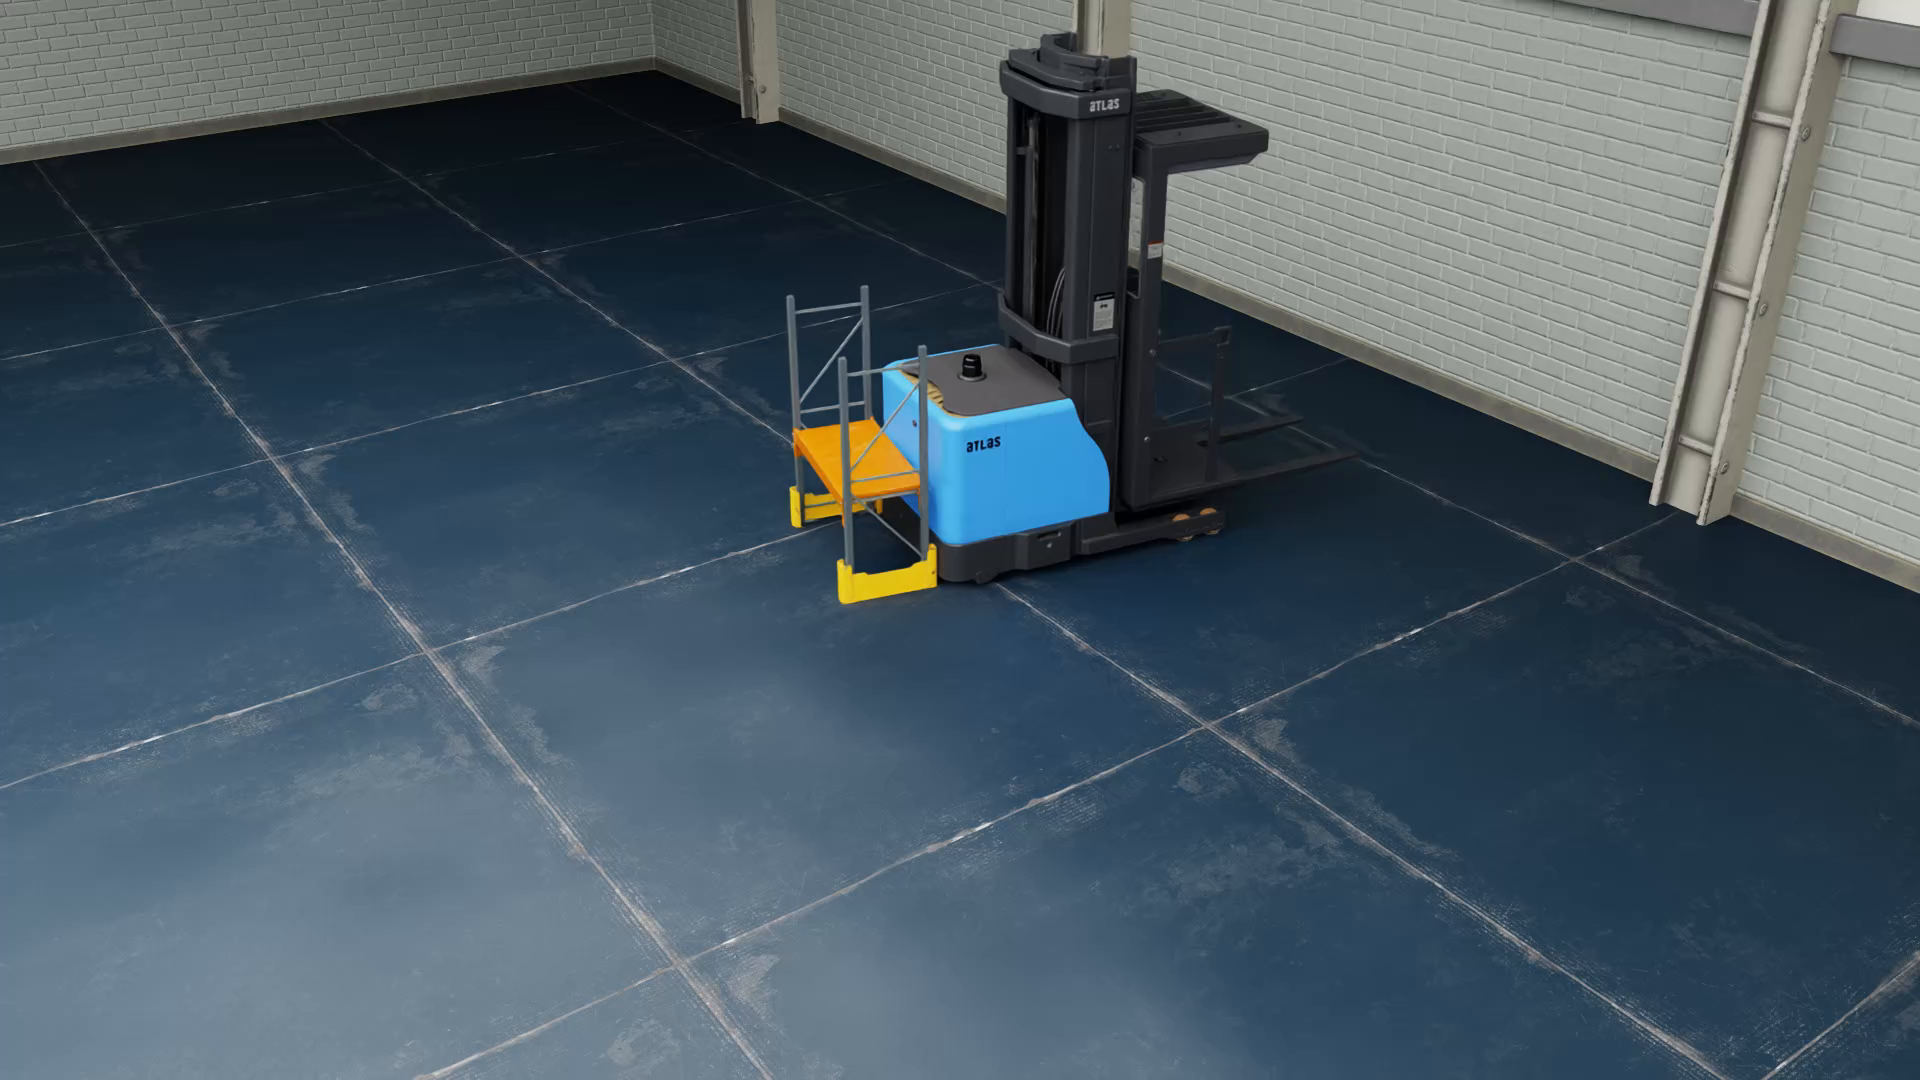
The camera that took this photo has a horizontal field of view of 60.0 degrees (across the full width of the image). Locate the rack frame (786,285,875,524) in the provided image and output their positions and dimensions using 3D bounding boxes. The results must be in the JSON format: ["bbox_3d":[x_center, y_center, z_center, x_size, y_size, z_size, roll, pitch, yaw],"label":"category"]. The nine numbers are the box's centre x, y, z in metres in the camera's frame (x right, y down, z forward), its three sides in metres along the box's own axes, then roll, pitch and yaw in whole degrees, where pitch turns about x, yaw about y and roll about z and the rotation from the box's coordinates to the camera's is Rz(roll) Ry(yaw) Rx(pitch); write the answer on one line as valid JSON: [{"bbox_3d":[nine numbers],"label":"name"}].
[{"bbox_3d":[-0.781,-0.807,10.164,0.500,1.500,0.032,-10,30,-18],"label":"rack frame"}]

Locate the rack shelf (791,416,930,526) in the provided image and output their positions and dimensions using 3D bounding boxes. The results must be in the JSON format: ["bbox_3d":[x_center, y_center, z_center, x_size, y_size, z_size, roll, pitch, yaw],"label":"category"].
[{"bbox_3d":[-0.599,-0.422,9.833,0.538,0.185,1.000,-10,30,-18],"label":"rack shelf"}]

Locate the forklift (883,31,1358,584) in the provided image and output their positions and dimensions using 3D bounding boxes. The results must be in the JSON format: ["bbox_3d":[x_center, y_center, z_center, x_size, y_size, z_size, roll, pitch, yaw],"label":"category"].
[{"bbox_3d":[1.082,-1.494,9.930,3.031,2.935,1.130,-13,31,-22],"label":"forklift"}]

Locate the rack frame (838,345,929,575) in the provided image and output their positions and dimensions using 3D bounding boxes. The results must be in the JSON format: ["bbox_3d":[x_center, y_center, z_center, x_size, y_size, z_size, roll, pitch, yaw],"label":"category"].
[{"bbox_3d":[-0.417,-0.354,9.330,0.500,1.500,0.032,-10,30,-18],"label":"rack frame"}]

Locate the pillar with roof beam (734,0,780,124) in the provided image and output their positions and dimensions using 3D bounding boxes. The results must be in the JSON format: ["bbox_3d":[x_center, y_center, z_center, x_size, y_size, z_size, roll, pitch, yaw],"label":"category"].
[{"bbox_3d":[-5.802,-7.635,14.878,9.100,9.000,0.400,-19,34,-31],"label":"pillar with roof beam"}]

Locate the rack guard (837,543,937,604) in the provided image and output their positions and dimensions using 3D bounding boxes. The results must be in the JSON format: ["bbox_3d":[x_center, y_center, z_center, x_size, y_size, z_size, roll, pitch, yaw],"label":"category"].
[{"bbox_3d":[-0.418,0.195,9.629,0.587,0.250,0.087,-10,30,-18],"label":"rack guard"}]

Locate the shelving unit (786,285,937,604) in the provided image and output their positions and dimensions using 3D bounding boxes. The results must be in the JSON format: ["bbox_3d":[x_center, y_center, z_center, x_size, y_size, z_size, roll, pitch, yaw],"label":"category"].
[{"bbox_3d":[-0.596,-0.576,9.740,0.587,1.500,1.083,-10,30,-18],"label":"shelving unit"}]

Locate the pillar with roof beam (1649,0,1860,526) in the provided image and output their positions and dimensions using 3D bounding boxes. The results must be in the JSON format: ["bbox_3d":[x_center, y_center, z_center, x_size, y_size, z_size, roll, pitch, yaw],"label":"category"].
[{"bbox_3d":[1.159,-2.969,6.289,9.100,9.000,0.400,-19,34,-31],"label":"pillar with roof beam"}]

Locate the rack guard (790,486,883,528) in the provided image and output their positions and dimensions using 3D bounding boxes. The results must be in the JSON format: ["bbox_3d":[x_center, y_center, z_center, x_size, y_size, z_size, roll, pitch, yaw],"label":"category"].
[{"bbox_3d":[-0.774,-0.249,10.447,0.587,0.250,0.087,-10,30,-18],"label":"rack guard"}]

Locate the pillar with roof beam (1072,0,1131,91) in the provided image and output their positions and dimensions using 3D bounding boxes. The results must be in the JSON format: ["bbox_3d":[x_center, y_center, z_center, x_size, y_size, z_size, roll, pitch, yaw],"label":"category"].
[{"bbox_3d":[-2.321,-5.302,10.584,9.100,9.000,0.400,-19,34,-31],"label":"pillar with roof beam"}]
